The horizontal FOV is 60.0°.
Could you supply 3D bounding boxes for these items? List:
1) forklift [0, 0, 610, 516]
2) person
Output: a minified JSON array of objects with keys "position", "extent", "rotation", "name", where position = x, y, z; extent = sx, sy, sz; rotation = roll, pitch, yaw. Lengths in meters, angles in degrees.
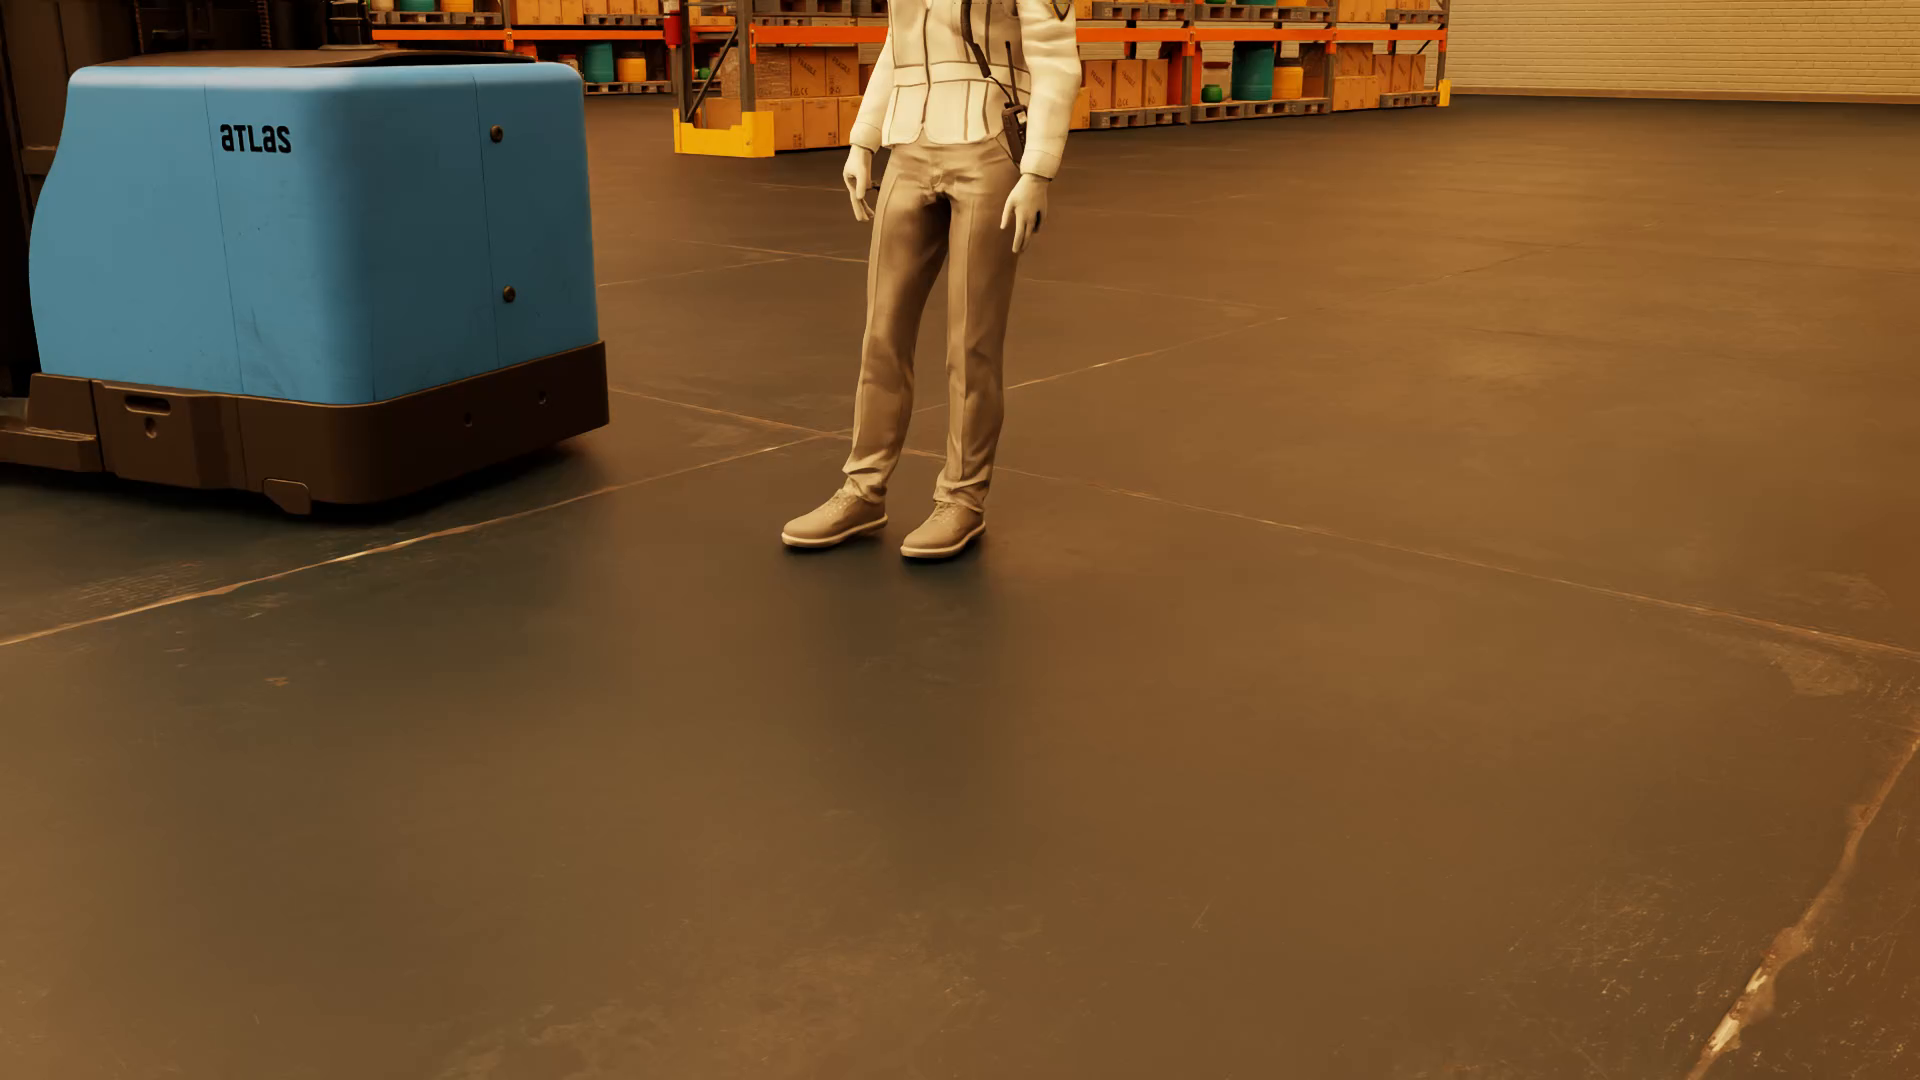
[{"position":[-2.579,-1.724,4.574],"extent":[3.031,2.935,1.130],"rotation":[7,18,22],"name":"forklift"},{"position":[-0.048,-0.804,3.648],"extent":[0.587,1.696,0.534],"rotation":[13,21,37],"name":"person"}]
